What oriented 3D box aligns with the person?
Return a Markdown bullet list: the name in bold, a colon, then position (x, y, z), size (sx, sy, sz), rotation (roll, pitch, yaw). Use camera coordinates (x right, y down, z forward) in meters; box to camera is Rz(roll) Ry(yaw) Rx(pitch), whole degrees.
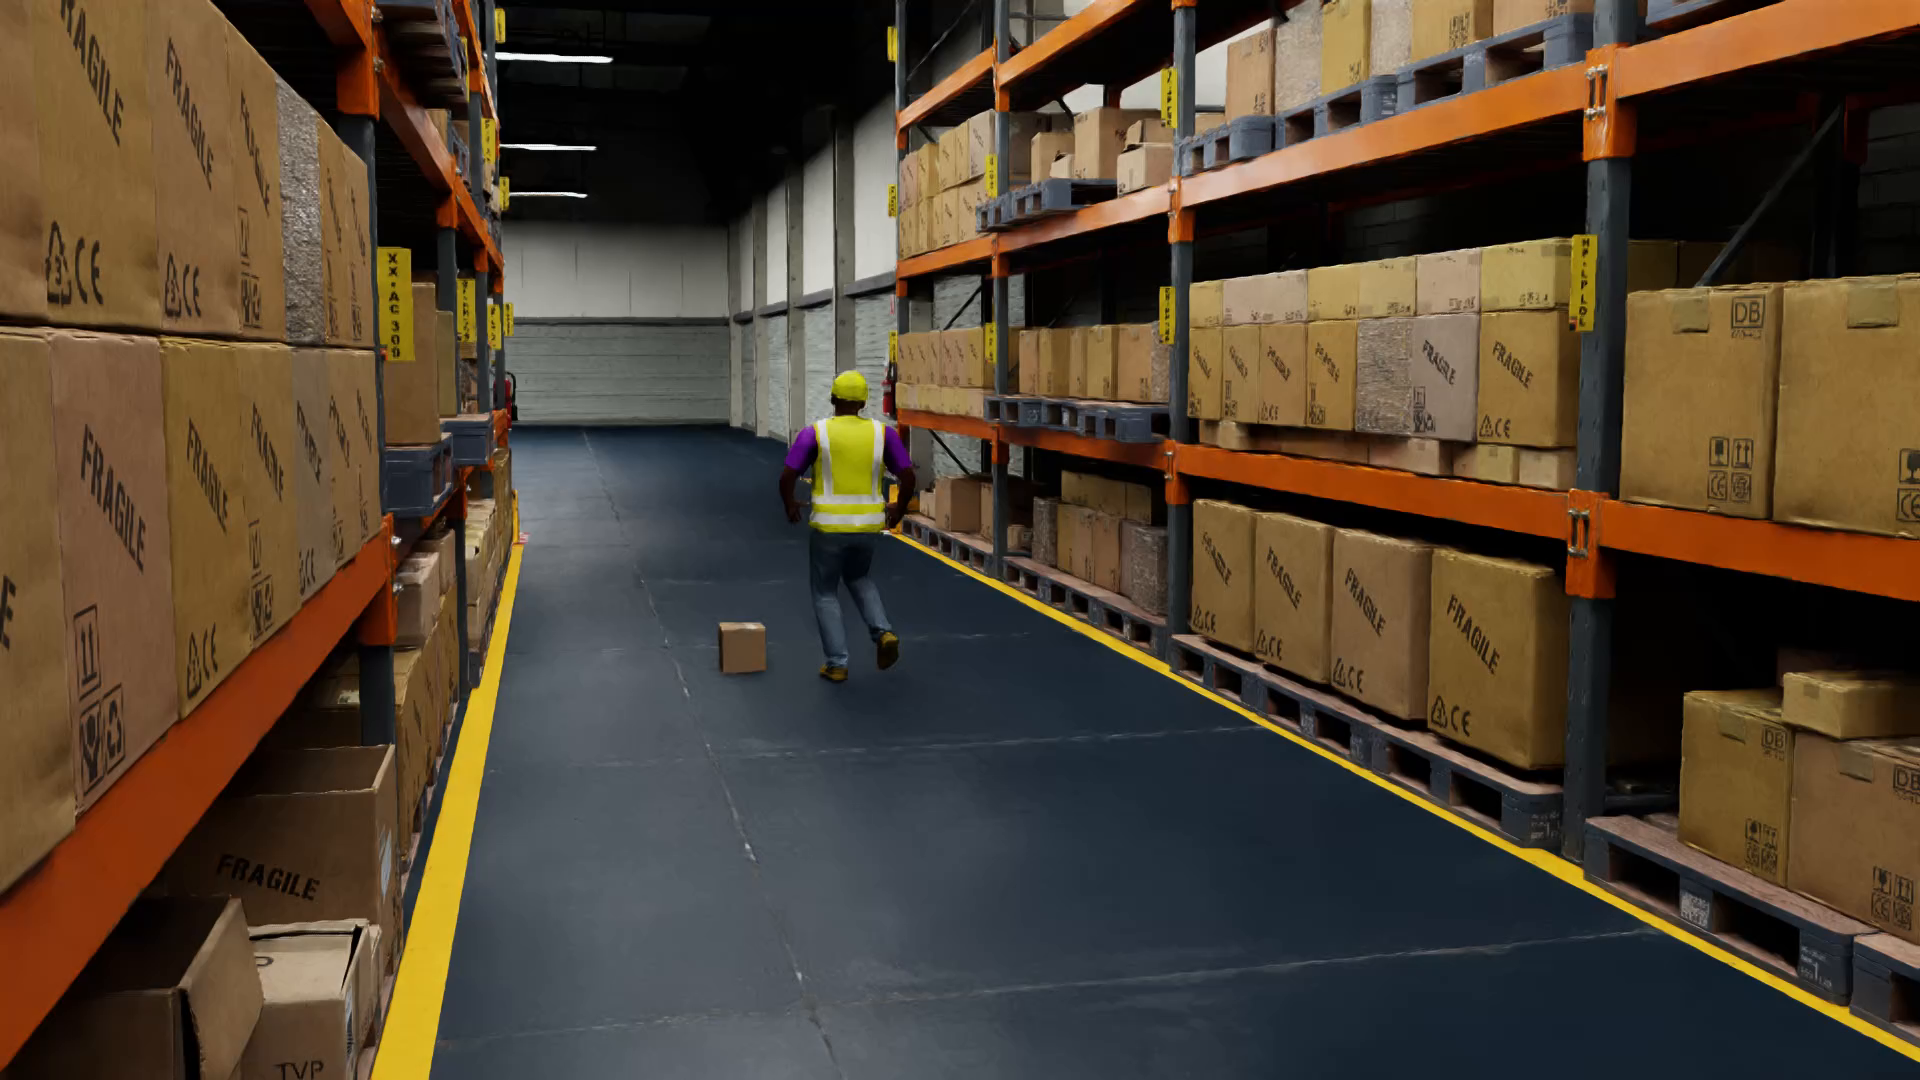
- **person**: position (-0.667, -0.083, 9.295), size (0.749, 1.732, 0.523), rotation (-3, 7, -25)
